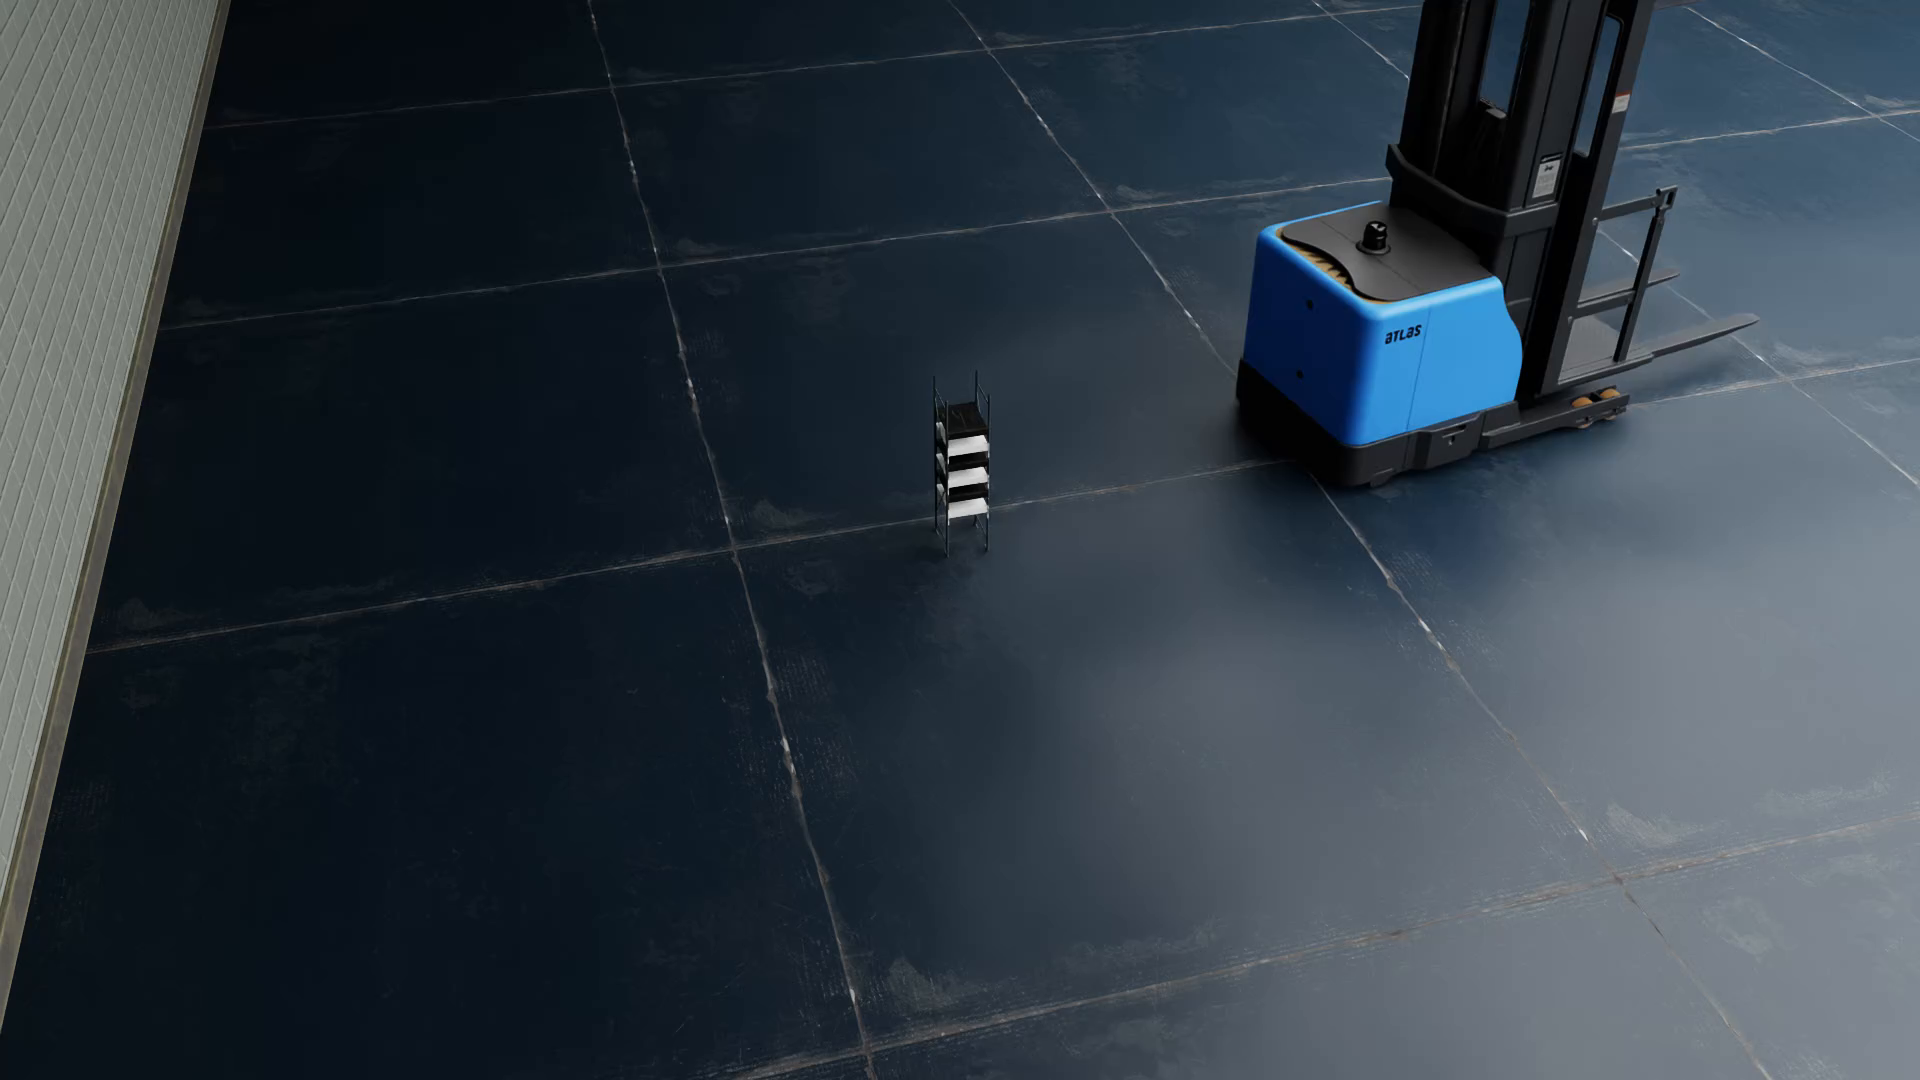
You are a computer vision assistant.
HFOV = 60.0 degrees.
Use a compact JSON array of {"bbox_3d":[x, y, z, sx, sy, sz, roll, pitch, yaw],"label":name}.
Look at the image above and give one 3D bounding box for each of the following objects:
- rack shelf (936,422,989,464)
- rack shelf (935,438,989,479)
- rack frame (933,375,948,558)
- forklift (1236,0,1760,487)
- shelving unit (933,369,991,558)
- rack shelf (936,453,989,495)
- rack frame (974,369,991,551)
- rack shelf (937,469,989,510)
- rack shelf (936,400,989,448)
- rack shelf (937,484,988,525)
[{"bbox_3d":[0.008,-0.475,7.869,0.200,0.077,0.258,-9,38,-12],"label":"rack shelf"},{"bbox_3d":[0.008,-0.404,7.923,0.200,0.077,0.258,-9,38,-12],"label":"rack shelf"},{"bbox_3d":[-0.090,-0.343,7.937,0.006,0.900,0.240,-9,38,-12],"label":"rack frame"},{"bbox_3d":[3.074,-2.042,8.487,3.031,2.935,1.130,-16,40,-20],"label":"forklift"},{"bbox_3d":[0.008,-0.359,7.958,0.210,0.900,0.258,-9,38,-12],"label":"shelving unit"},{"bbox_3d":[0.008,-0.332,7.978,0.200,0.077,0.258,-9,38,-12],"label":"rack shelf"},{"bbox_3d":[0.106,-0.375,7.979,0.006,0.900,0.240,-9,38,-12],"label":"rack frame"},{"bbox_3d":[0.008,-0.261,8.033,0.200,0.077,0.258,-9,38,-12],"label":"rack shelf"},{"bbox_3d":[0.008,-0.547,7.814,0.200,0.077,0.258,-9,38,-12],"label":"rack shelf"},{"bbox_3d":[0.008,-0.189,8.087,0.200,0.077,0.258,-9,38,-12],"label":"rack shelf"}]
